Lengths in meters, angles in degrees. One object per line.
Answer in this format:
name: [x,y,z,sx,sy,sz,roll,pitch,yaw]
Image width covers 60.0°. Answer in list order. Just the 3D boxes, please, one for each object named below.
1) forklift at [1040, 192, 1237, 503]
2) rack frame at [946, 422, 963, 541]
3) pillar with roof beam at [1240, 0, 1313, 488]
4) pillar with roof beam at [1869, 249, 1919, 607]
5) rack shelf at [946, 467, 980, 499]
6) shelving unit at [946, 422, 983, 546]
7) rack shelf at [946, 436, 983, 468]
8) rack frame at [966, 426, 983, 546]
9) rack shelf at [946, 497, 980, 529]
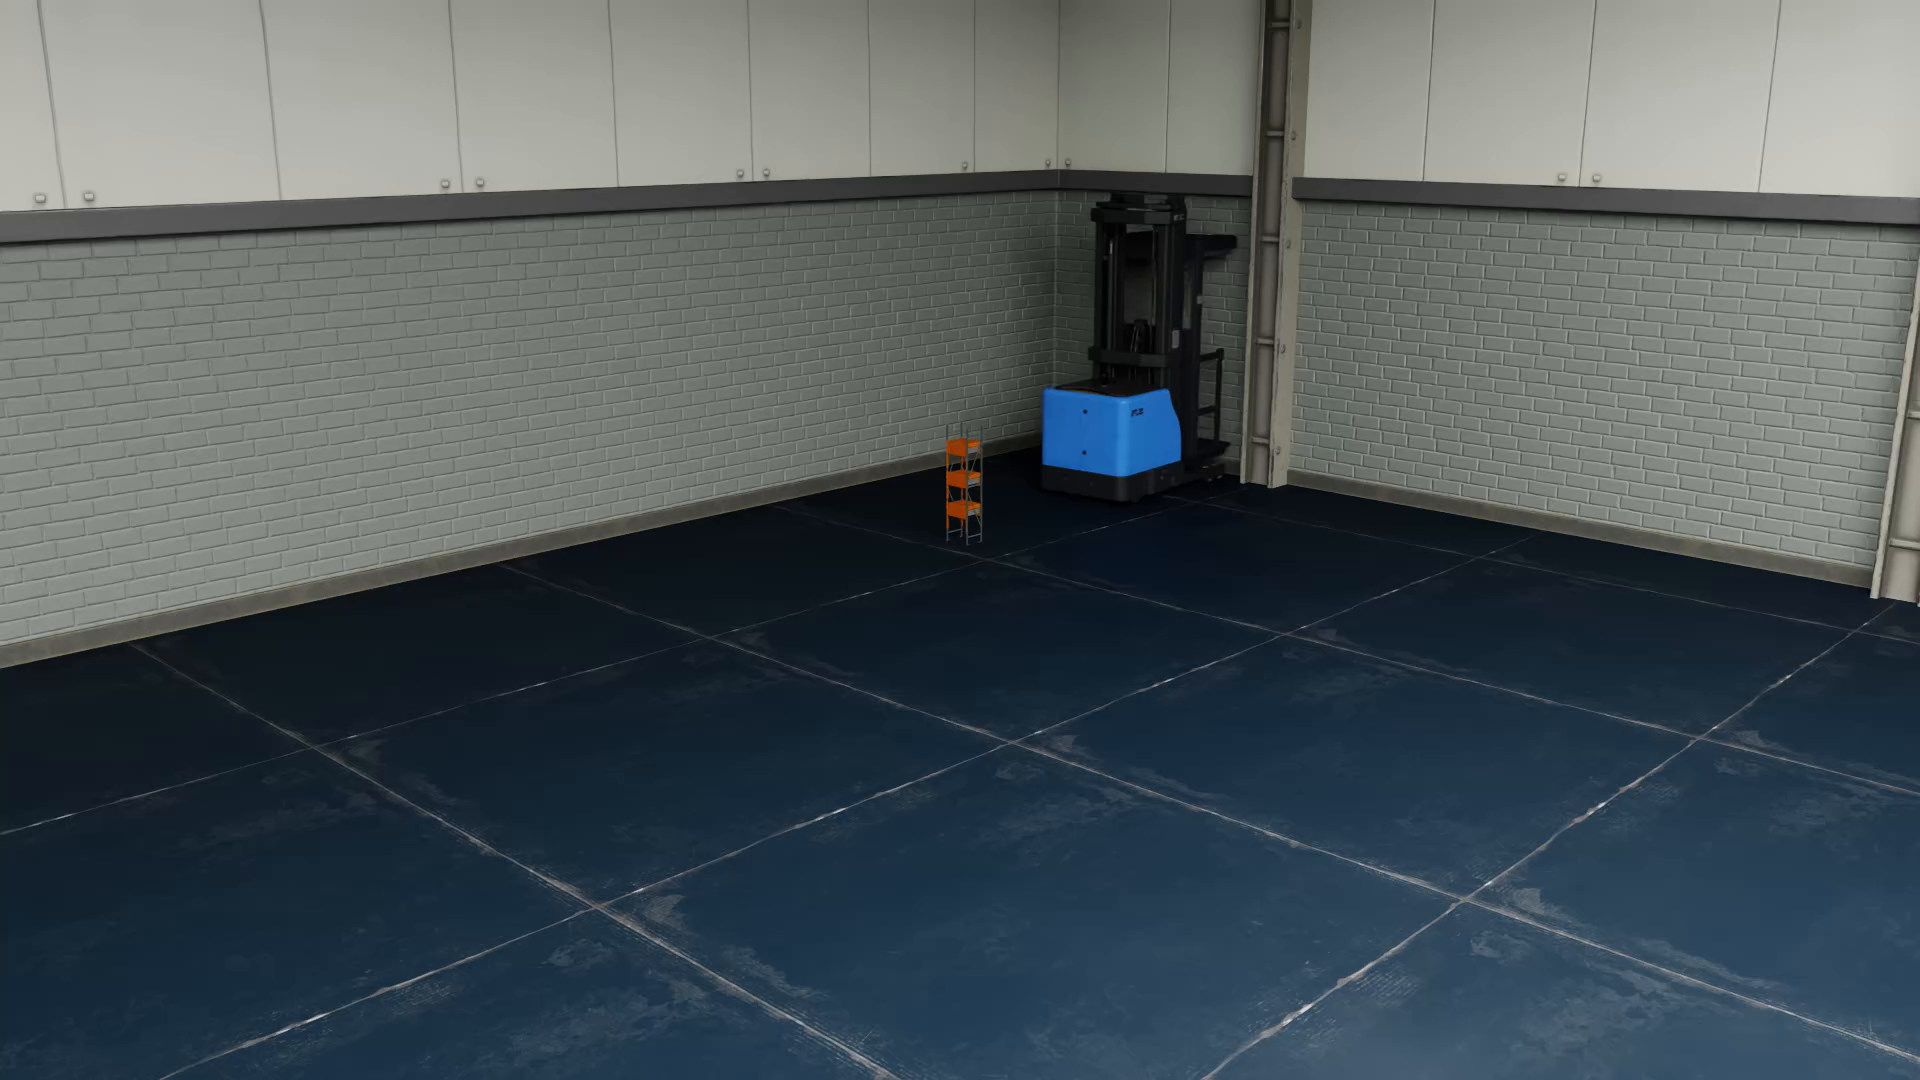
forklift: [2.118,-2.091,17.143,1.130,2.935,3.031,12,19,38]
rack frame: [-0.049,-0.520,14.846,0.008,1.050,0.200,14,20,42]
pillar with roof beam: [0.152,-4.161,13.056,0.400,9.000,9.100,14,20,42]
pillar with roof beam: [4.472,-3.111,9.026,0.400,9.000,9.100,14,20,42]
rack shelf: [0.039,-0.488,14.766,0.240,0.259,0.215,14,20,42]
shelving unit: [0.039,-0.499,14.764,0.252,1.050,0.215,14,20,42]
rack shelf: [0.038,-0.763,14.695,0.240,0.259,0.215,14,20,42]
rack frame: [0.126,-0.477,14.682,0.008,1.050,0.200,14,20,42]
rack shelf: [0.039,-0.219,14.837,0.240,0.259,0.215,14,20,42]
